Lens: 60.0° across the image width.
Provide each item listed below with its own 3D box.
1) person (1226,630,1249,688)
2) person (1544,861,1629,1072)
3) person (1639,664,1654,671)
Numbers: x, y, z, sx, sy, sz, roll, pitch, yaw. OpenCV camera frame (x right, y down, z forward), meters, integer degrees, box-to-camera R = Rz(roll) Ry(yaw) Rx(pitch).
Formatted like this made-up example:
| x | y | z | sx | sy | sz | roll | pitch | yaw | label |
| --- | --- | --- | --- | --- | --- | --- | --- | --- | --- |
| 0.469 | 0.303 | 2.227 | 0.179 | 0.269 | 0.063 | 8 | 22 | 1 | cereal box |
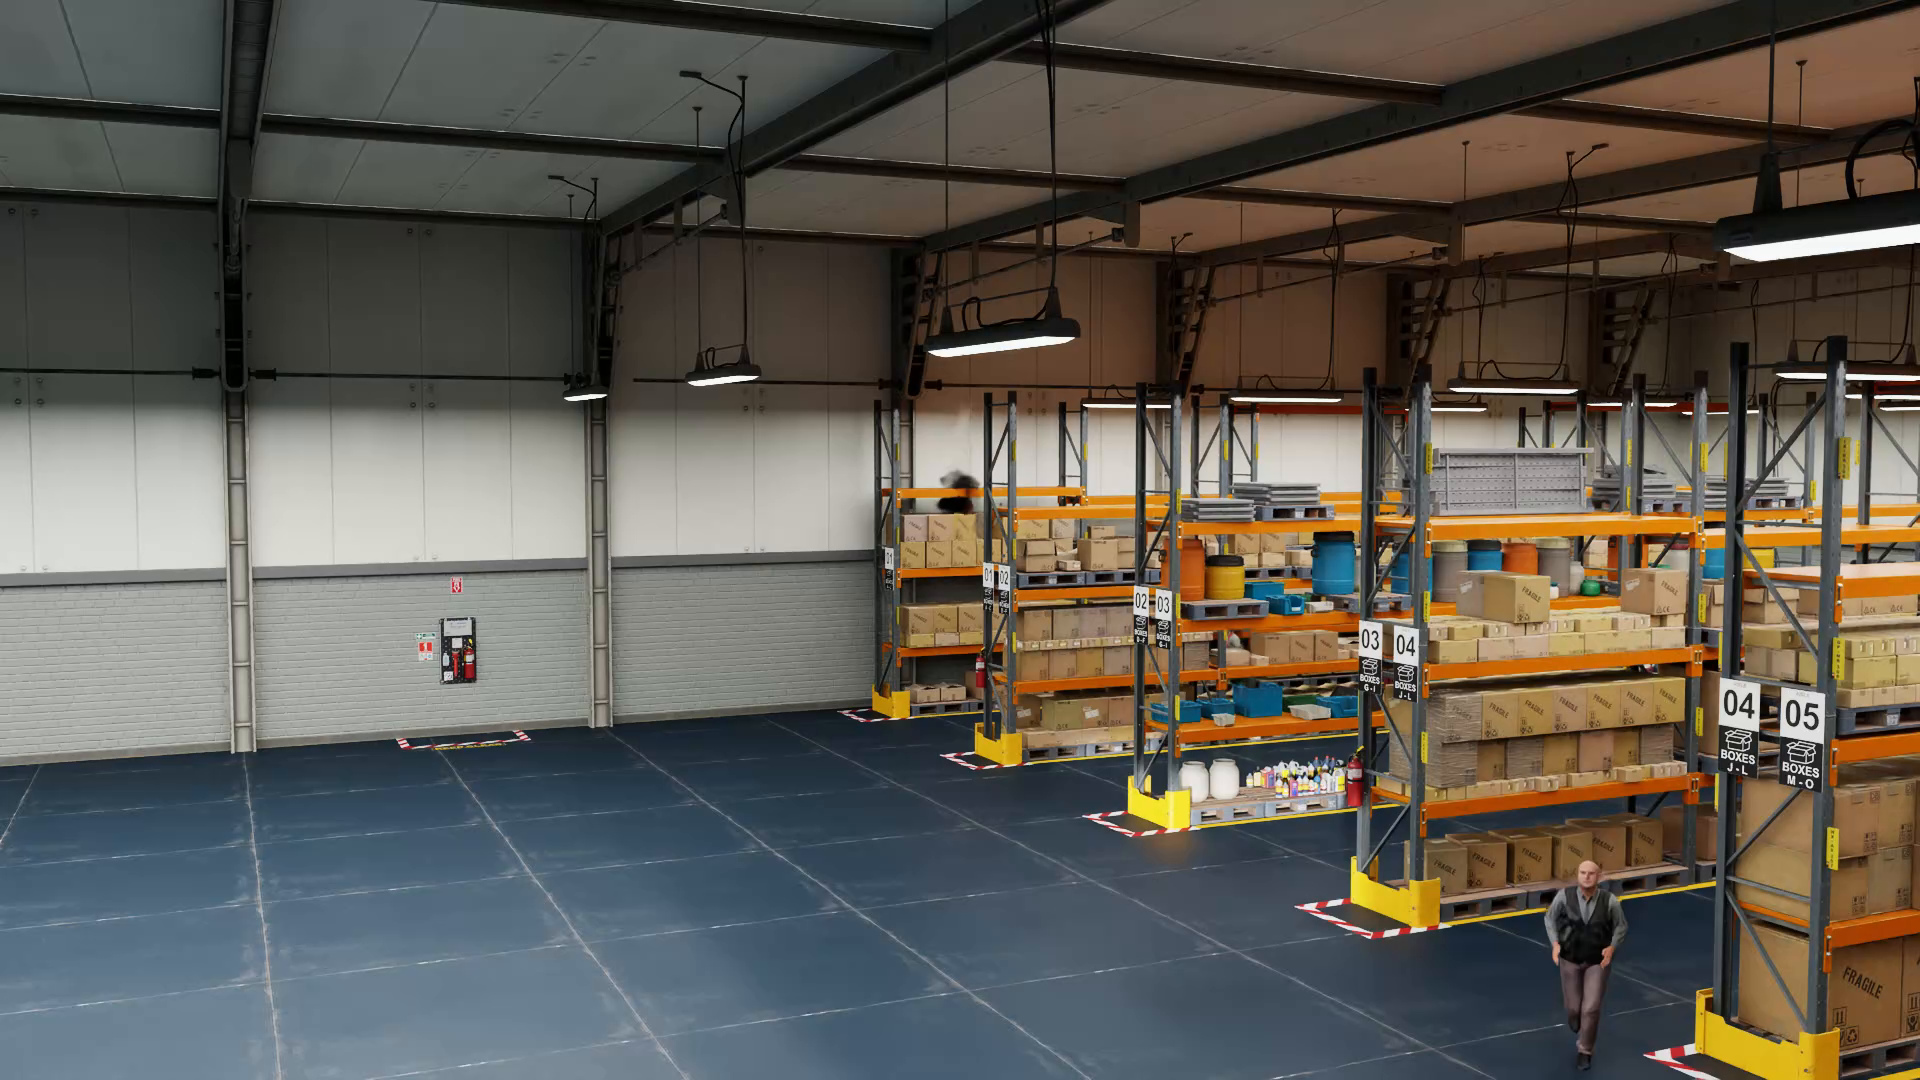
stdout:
| x | y | z | sx | sy | sz | roll | pitch | yaw | label |
| --- | --- | --- | --- | --- | --- | --- | --- | --- | --- |
| 5.228 | 2.402 | 32.141 | 1.043 | 1.775 | 0.685 | -2 | 4 | -27 | person |
| 5.255 | 3.525 | 13.976 | 0.666 | 1.704 | 0.740 | 1 | 4 | 21 | person |
| 12.449 | 2.518 | 30.203 | 0.854 | 1.802 | 0.675 | -2 | 4 | -31 | person |
